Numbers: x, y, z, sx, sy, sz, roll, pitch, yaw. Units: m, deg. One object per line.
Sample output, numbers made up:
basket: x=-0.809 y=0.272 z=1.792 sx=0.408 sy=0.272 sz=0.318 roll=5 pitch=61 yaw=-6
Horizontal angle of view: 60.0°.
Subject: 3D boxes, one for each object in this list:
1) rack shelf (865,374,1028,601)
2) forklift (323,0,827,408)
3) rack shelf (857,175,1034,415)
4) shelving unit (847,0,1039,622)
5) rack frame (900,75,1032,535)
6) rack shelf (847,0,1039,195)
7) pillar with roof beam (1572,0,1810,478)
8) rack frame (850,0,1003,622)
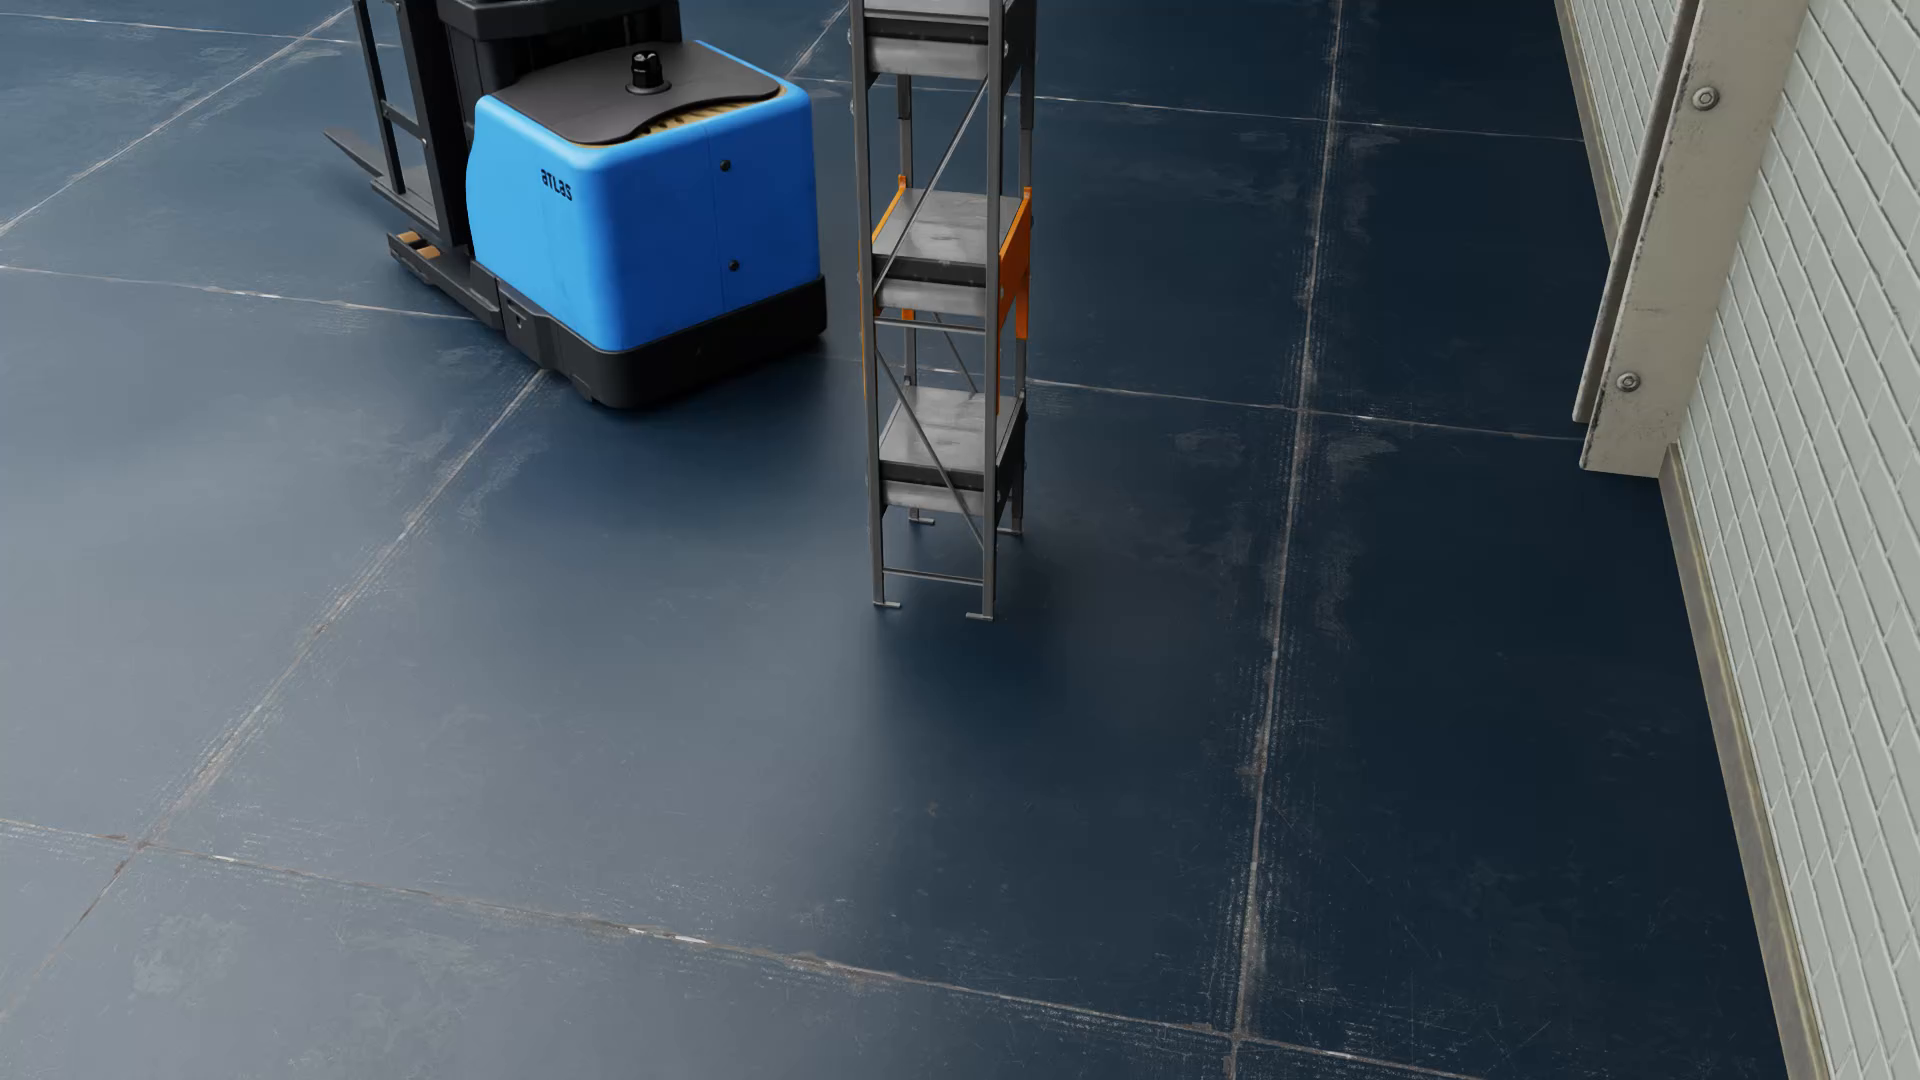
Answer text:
rack shelf: x=-0.035 y=-0.177 z=5.422 sx=0.431 sy=0.518 sz=0.480 roll=7 pitch=37 yaw=10
forklift: x=-1.886 y=-2.477 z=6.671 sx=1.130 sy=2.935 sz=3.031 roll=-27 pitch=44 yaw=-32
rack shelf: x=-0.035 y=-0.744 z=5.011 sx=0.431 sy=0.518 sz=0.480 roll=7 pitch=37 yaw=10
shelving unit: x=-0.035 y=-0.755 z=5.003 sx=0.431 sy=2.100 sz=0.503 roll=7 pitch=37 yaw=10
rack frame: x=0.017 y=-0.895 z=5.196 sx=0.400 sy=2.100 sz=0.015 roll=7 pitch=37 yaw=10
rack shelf: x=-0.035 y=-1.311 z=4.600 sx=0.431 sy=0.518 sz=0.480 roll=7 pitch=37 yaw=10
pillar with roof beam: x=-1.732 y=-4.538 z=4.343 sx=9.100 sy=9.000 sz=0.400 roll=7 pitch=37 yaw=10
rack frame: x=-0.087 y=-0.615 z=4.810 sx=0.400 sy=2.100 sz=0.015 roll=7 pitch=37 yaw=10
